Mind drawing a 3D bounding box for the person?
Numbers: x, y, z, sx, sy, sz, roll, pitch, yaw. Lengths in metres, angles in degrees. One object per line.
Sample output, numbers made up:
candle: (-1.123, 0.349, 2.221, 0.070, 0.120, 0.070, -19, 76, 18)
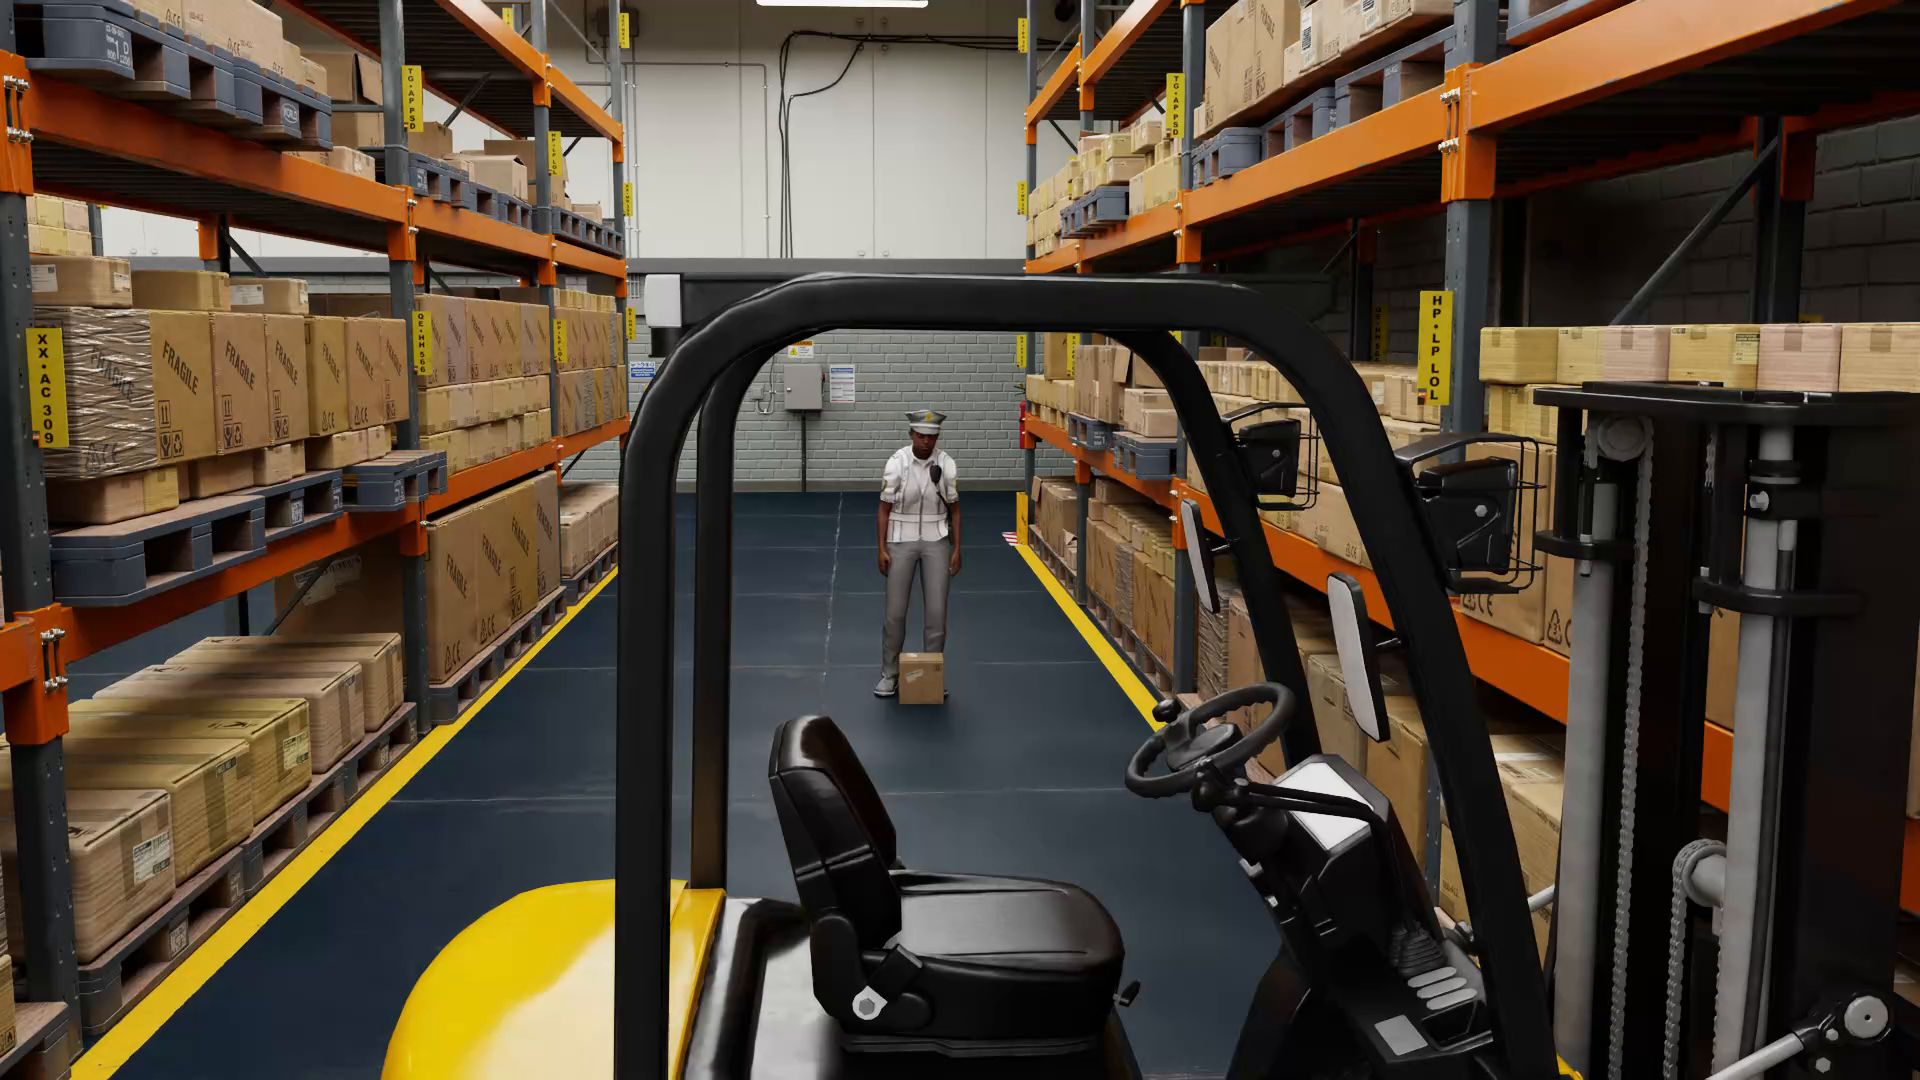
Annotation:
person: (-0.246, 0.070, 9.687, 0.527, 1.658, 0.427, -1, 7, -7)
